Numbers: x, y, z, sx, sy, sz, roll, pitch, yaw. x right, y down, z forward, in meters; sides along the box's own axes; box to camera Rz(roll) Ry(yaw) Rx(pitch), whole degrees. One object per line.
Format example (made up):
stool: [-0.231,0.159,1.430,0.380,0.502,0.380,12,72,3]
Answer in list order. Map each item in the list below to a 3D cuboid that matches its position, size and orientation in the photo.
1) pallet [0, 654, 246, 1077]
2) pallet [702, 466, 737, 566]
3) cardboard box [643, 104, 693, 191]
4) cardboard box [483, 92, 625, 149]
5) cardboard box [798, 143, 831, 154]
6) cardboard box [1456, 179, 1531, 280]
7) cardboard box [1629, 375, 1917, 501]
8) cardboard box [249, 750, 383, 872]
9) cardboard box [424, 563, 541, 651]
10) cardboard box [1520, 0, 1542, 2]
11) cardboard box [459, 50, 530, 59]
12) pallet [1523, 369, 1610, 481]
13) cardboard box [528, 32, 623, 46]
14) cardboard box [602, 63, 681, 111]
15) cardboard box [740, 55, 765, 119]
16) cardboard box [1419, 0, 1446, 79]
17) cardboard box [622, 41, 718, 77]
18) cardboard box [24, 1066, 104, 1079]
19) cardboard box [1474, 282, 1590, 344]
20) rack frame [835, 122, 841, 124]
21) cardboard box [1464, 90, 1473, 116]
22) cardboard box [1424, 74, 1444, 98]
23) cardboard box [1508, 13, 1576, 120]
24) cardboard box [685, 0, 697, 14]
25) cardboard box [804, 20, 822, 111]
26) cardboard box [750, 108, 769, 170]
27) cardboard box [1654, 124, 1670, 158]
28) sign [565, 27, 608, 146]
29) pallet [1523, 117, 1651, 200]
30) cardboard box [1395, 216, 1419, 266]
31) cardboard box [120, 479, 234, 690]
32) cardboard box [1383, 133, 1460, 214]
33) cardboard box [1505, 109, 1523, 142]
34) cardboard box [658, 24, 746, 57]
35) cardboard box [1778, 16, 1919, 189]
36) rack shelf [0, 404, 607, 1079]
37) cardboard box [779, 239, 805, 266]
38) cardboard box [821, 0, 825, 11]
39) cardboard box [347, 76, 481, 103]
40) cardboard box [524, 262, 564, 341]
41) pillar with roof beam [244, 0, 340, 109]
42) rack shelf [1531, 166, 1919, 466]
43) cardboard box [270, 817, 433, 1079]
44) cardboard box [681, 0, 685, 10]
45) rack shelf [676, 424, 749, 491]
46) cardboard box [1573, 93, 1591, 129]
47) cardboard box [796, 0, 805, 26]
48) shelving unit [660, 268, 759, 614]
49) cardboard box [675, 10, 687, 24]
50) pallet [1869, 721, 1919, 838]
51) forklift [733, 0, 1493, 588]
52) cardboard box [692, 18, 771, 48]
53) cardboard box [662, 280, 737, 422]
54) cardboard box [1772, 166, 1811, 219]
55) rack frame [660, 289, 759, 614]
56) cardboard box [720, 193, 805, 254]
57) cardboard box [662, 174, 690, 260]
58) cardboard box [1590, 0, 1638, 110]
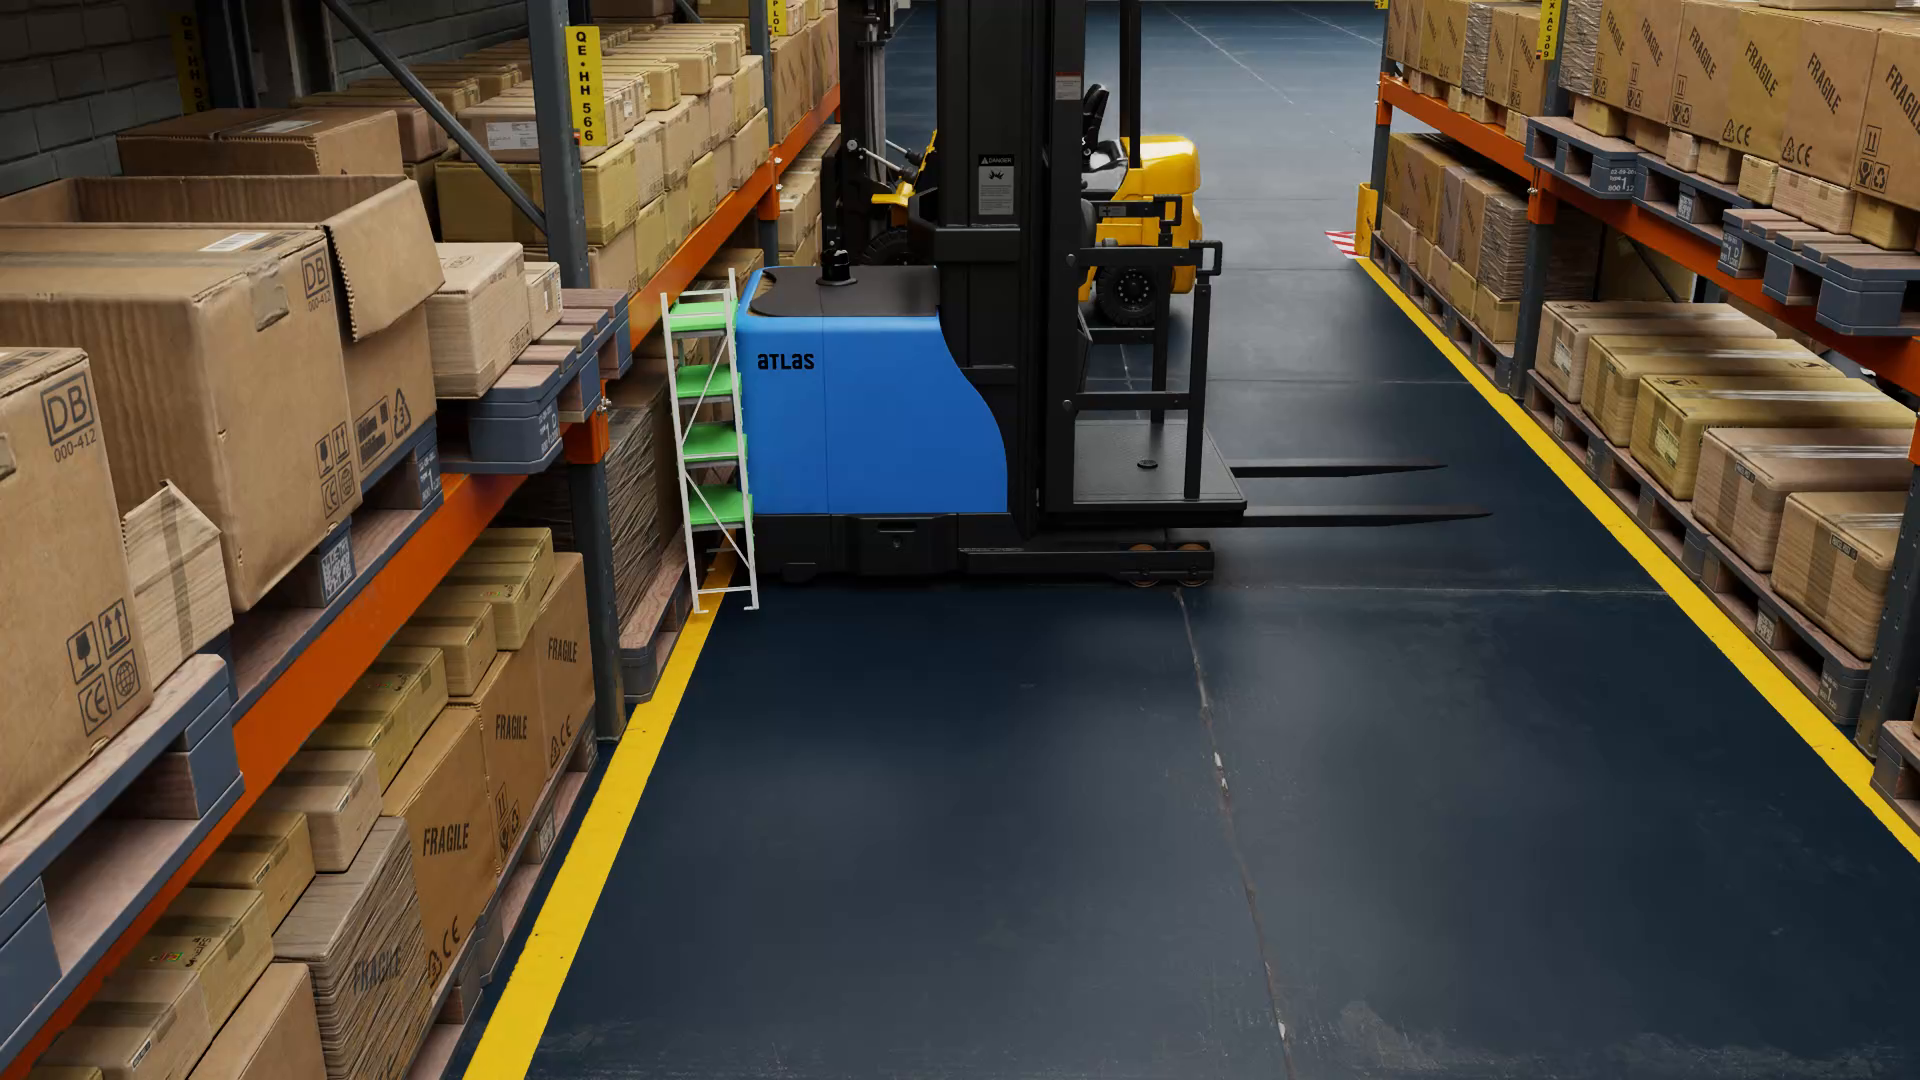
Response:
pallet: [-1.582,0.477,1.918,1.003,0.211,1.213,1,21,2]
pallet: [-1.490,-0.208,7.273,1.003,0.211,1.213,1,21,2]
cardboard box: [-1.286,-1.462,6.166,0.500,0.250,0.500,0,21,0]
cardboard box: [-1.283,-1.328,5.271,0.380,0.149,0.250,1,21,3]
cardboard box: [-1.068,-2.506,11.180,0.500,0.250,0.500,1,21,2]
cardboard box: [3.253,-1.828,9.778,0.500,0.500,0.500,1,21,3]
cardboard box: [3.438,-0.433,7.051,0.950,0.372,0.625,1,21,3]
cardboard box: [-1.424,0.557,3.425,0.380,0.149,0.250,0,21,-1]
cardboard box: [-1.333,0.177,4.405,0.380,0.149,0.250,0,21,-1]
cardboard box: [3.724,-3.527,10.041,0.700,0.500,0.500,1,21,1]
cardboard box: [-1.790,-1.891,6.720,0.380,0.149,0.250,1,21,2]
pallet: [3.467,-0.582,8.238,1.003,0.211,1.213,1,21,2]
cardboard box: [-1.766,-2.255,7.658,0.380,0.149,0.250,1,21,1]
cardboard box: [-1.261,-1.699,6.225,0.380,0.149,0.250,1,21,3]
cardboard box: [-1.232,-2.200,8.068,0.500,0.250,0.500,0,21,0]
cardboard box: [3.292,-3.256,10.723,0.500,0.500,0.500,0,21,1]
cardboard box: [-1.257,-2.068,7.177,0.380,0.149,0.250,0,21,0]
cardboard box: [-1.516,0.923,2.483,0.380,0.149,0.250,0,21,1]
cardboard box: [3.239,-1.294,9.439,0.500,0.250,0.500,2,21,4]
rack frame: [-1.351,-3.663,12.324,1.000,3.000,0.127,1,21,2]
cardboard box: [3.260,-2.626,9.997,0.380,0.149,0.250,0,21,1]
cardboard box: [3.283,-3.001,10.963,0.380,0.149,0.250,1,21,3]
cardboard box: [3.254,-2.512,8.808,0.500,0.500,0.500,0,21,0]
cardboard box: [-1.266,-2.913,8.942,0.380,0.149,0.250,1,21,2]
cardboard box: [-1.148,-2.974,10.410,0.500,0.500,0.500,1,21,2]
cardboard box: [-1.226,-1.962,8.146,0.500,0.250,0.500,1,21,3]
cardboard box: [3.149,-1.671,6.955,0.380,0.149,0.250,1,21,2]
sign: [-1.051,-1.271,4.667,0.100,0.325,0.005,1,21,2]
pallet: [3.321,-1.800,7.786,1.003,0.211,1.213,1,21,2]
cardboard box: [3.287,-2.051,11.388,0.500,0.250,0.500,1,21,4]
cardboard box: [-1.290,0.044,2.373,0.396,0.266,0.258,2,21,4]
cardboard box: [3.310,-2.576,11.706,0.500,0.500,0.500,0,21,0]
cardboard box: [3.195,-2.257,9.045,0.380,0.149,0.250,1,21,3]
cardboard box: [-1.261,-2.440,8.136,0.380,0.149,0.250,1,21,3]
cardboard box: [3.108,-1.453,5.497,0.500,0.500,0.500,0,21,1]
rack shelf: [-1.655,0.288,3.135,1.077,0.370,4.000,1,21,2]
cardboard box: [-1.149,-1.536,9.369,0.500,0.250,0.500,1,21,1]
cardboard box: [-1.128,-3.698,11.378,0.380,0.149,0.250,1,21,3]
cardboard box: [-1.884,-1.518,5.760,0.380,0.149,0.250,0,21,1]
cardboard box: [-1.230,-0.608,4.215,0.380,0.149,0.250,1,21,3]
pillar with roof beam: [1.848,-4.002,4.902,9.100,9.000,0.400,1,21,2]
rack shelf: [3.428,-1.105,6.725,1.077,0.370,4.000,1,21,2]
cardboard box: [-1.428,0.912,3.406,0.500,0.500,0.500,0,21,0]
cardboard box: [-1.721,-3.010,9.193,0.380,0.149,0.250,0,21,1]
rack shelf: [-0.923,-0.318,6.285,0.258,0.148,0.480,-4,18,-4]
cardboard box: [3.157,-2.046,7.922,0.380,0.149,0.250,1,21,2]
cardboard box: [-1.132,-3.141,9.942,0.380,0.149,0.250,0,21,0]
shelving unit: [-0.926,-0.379,6.265,0.258,1.200,0.503,-4,18,-4]
cardboard box: [-1.730,-2.872,9.248,0.380,0.149,0.250,1,21,3]
pallet: [3.268,0.867,4.503,1.003,0.211,1.213,1,21,2]
forklift: [0.623,-1.372,6.513,3.031,2.935,1.130,-1,21,-1]
cardboard box: [-1.200,-2.678,8.750,0.380,0.149,0.250,0,21,1]
cardboard box: [-1.508,-0.836,7.740,0.875,0.625,0.625,0,21,1]
cardboard box: [3.057,-1.198,5.735,0.380,0.149,0.250,0,21,-1]
rack frame: [-0.903,-0.305,6.034,0.240,1.200,0.015,-4,18,-4]
cardboard box: [-1.144,-1.769,9.279,0.500,0.250,0.500,0,21,1]
cardboard box: [-1.307,-1.227,6.251,0.500,0.250,0.500,0,21,0]
cardboard box: [3.174,-2.197,7.415,0.500,0.500,0.500,1,21,2]
